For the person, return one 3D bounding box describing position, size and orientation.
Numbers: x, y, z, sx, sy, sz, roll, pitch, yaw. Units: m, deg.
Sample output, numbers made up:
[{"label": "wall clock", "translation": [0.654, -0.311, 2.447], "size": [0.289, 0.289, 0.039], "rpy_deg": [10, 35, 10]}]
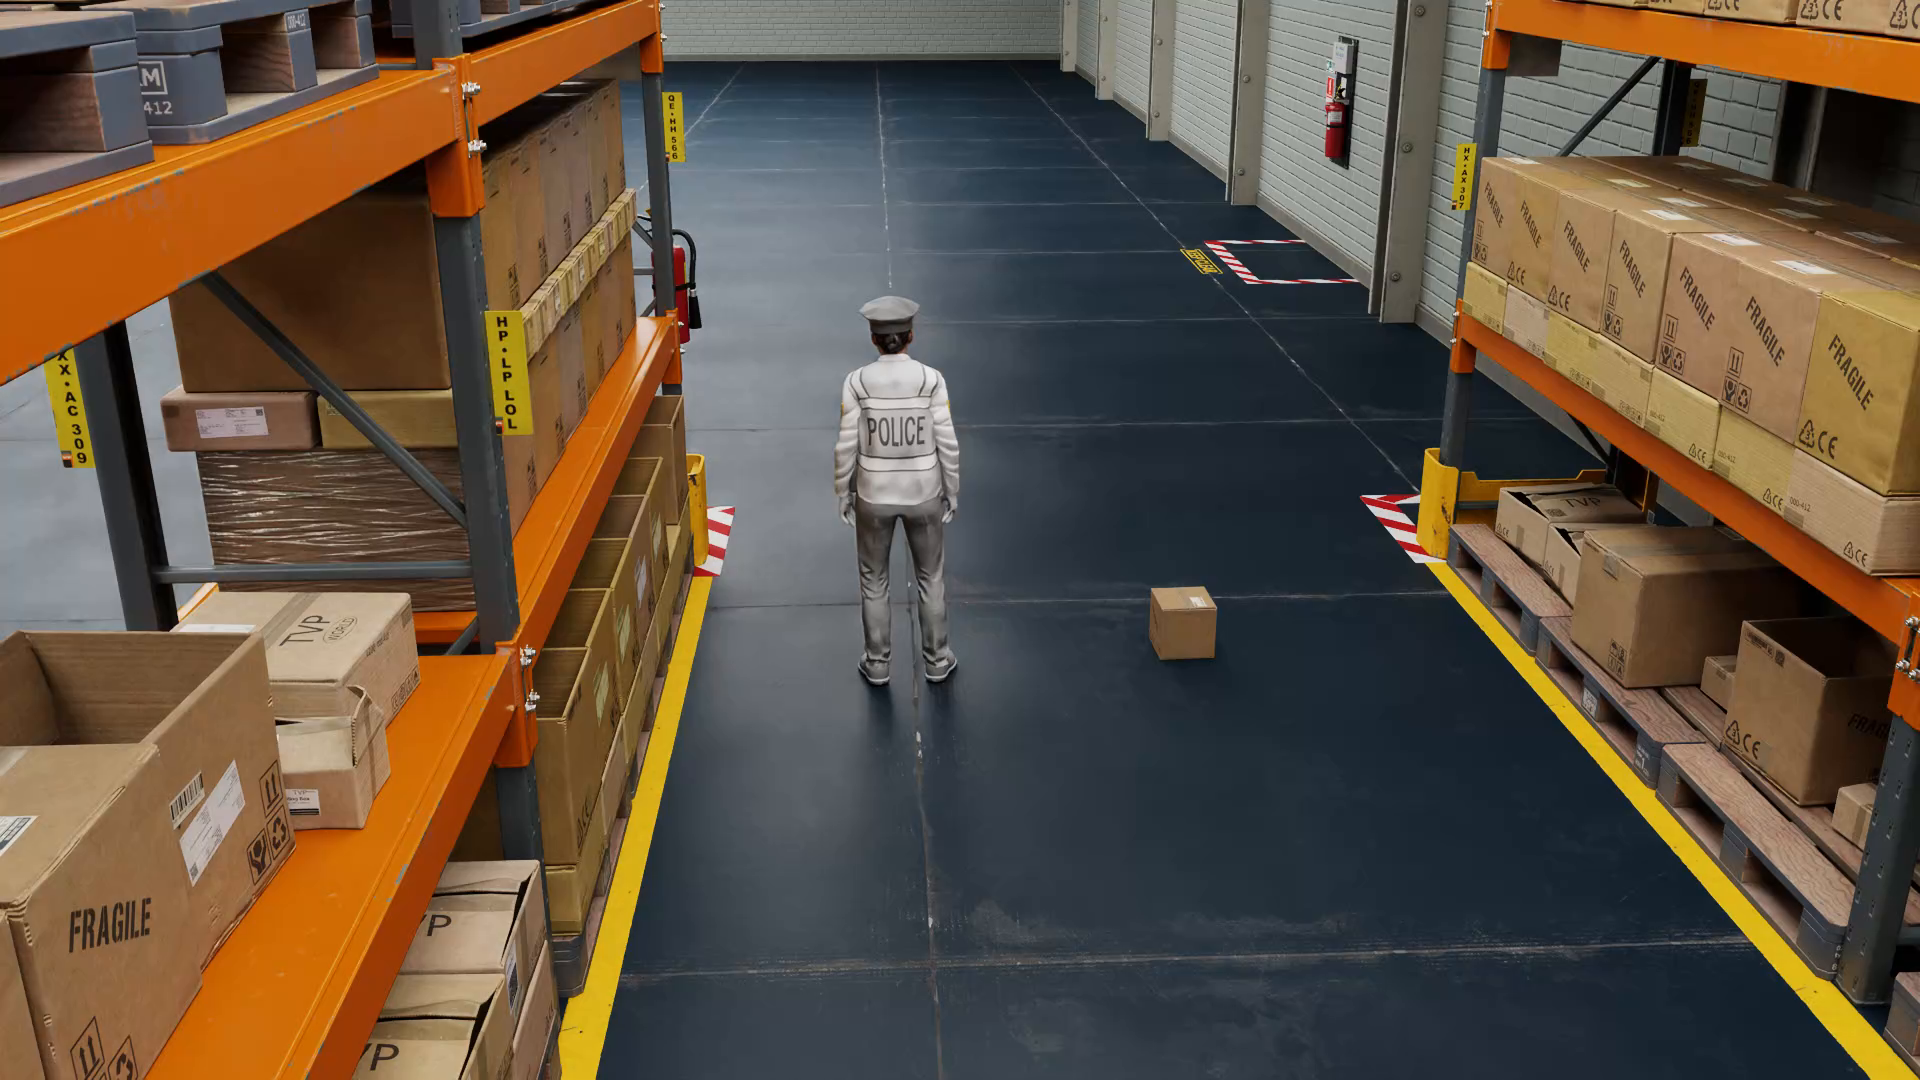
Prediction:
[{"label": "person", "translation": [-0.265, -0.181, 7.055], "size": [0.530, 1.663, 0.371], "rpy_deg": [-1, 21, -3]}]
